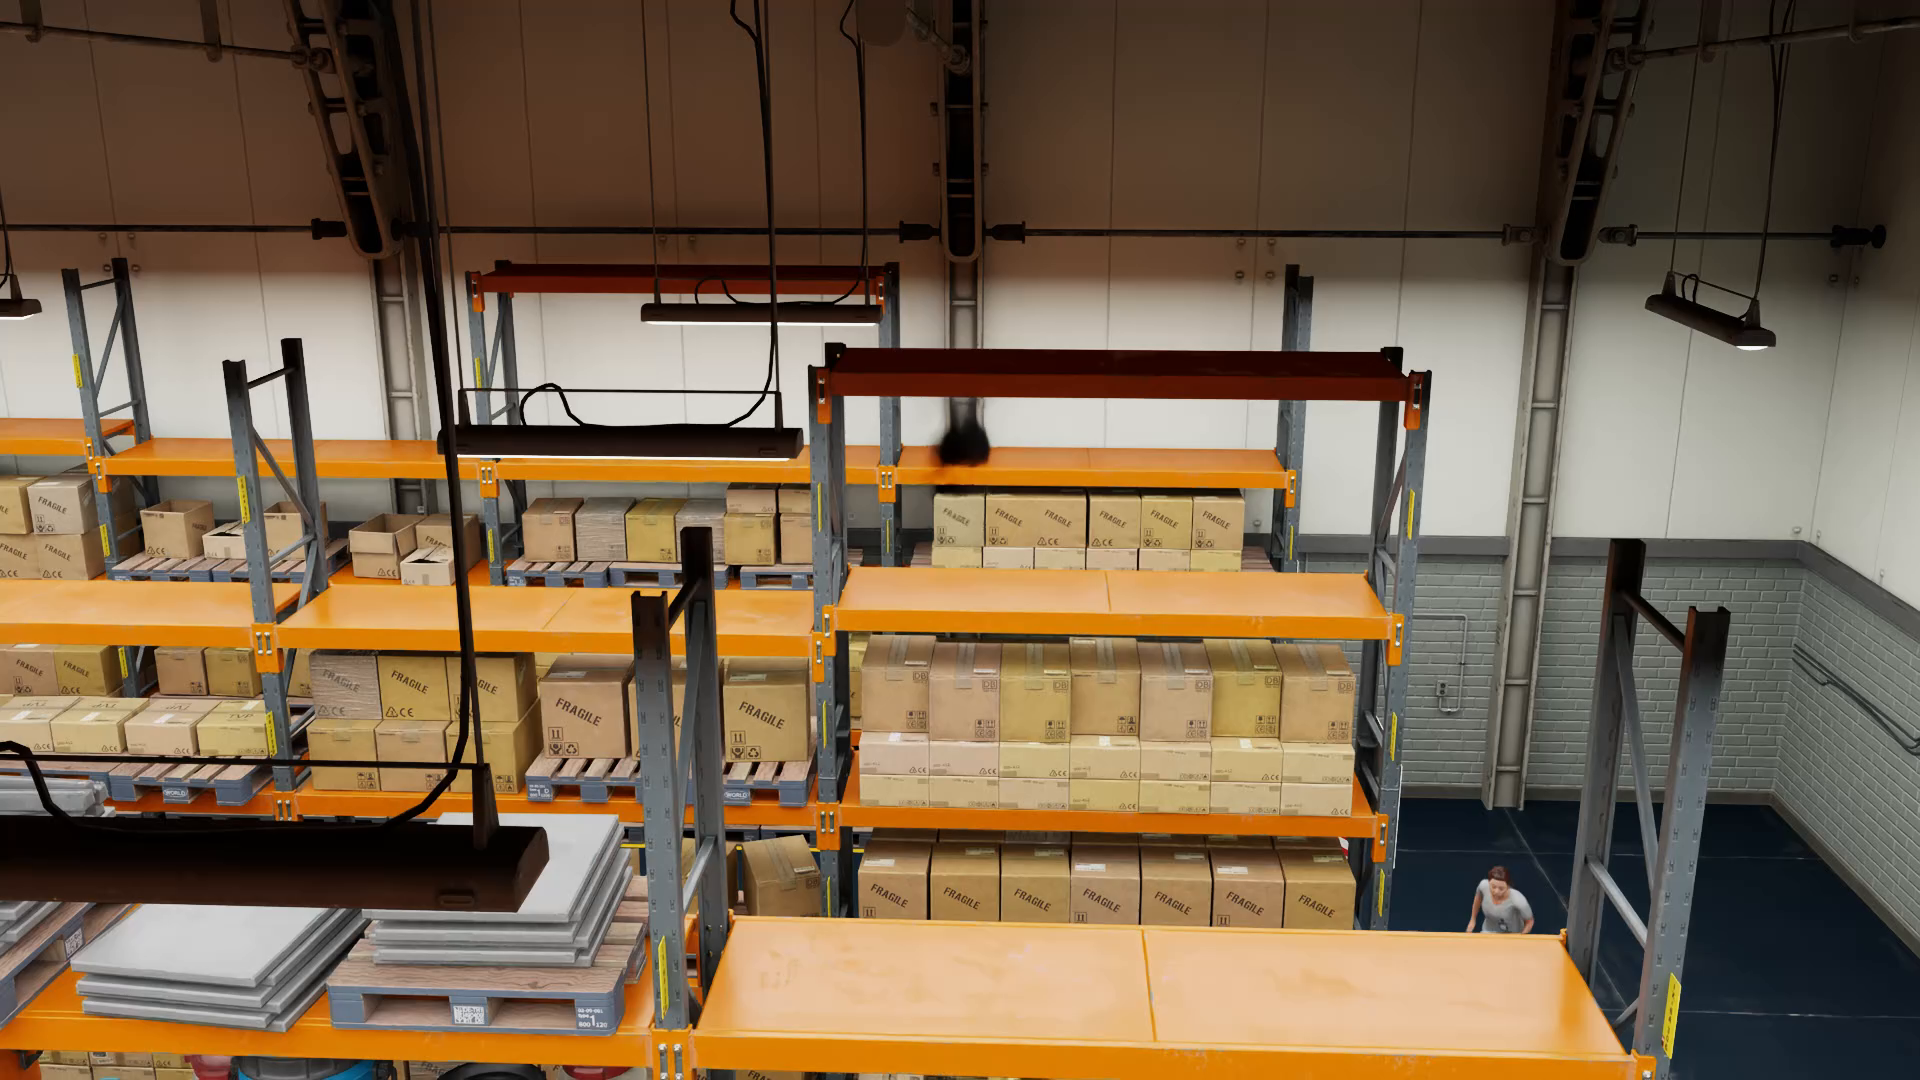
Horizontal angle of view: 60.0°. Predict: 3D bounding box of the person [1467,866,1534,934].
[{"bbox_3d":[4.693,3.361,14.276,0.557,1.539,1.036,12,20,36],"label":"person"}]
